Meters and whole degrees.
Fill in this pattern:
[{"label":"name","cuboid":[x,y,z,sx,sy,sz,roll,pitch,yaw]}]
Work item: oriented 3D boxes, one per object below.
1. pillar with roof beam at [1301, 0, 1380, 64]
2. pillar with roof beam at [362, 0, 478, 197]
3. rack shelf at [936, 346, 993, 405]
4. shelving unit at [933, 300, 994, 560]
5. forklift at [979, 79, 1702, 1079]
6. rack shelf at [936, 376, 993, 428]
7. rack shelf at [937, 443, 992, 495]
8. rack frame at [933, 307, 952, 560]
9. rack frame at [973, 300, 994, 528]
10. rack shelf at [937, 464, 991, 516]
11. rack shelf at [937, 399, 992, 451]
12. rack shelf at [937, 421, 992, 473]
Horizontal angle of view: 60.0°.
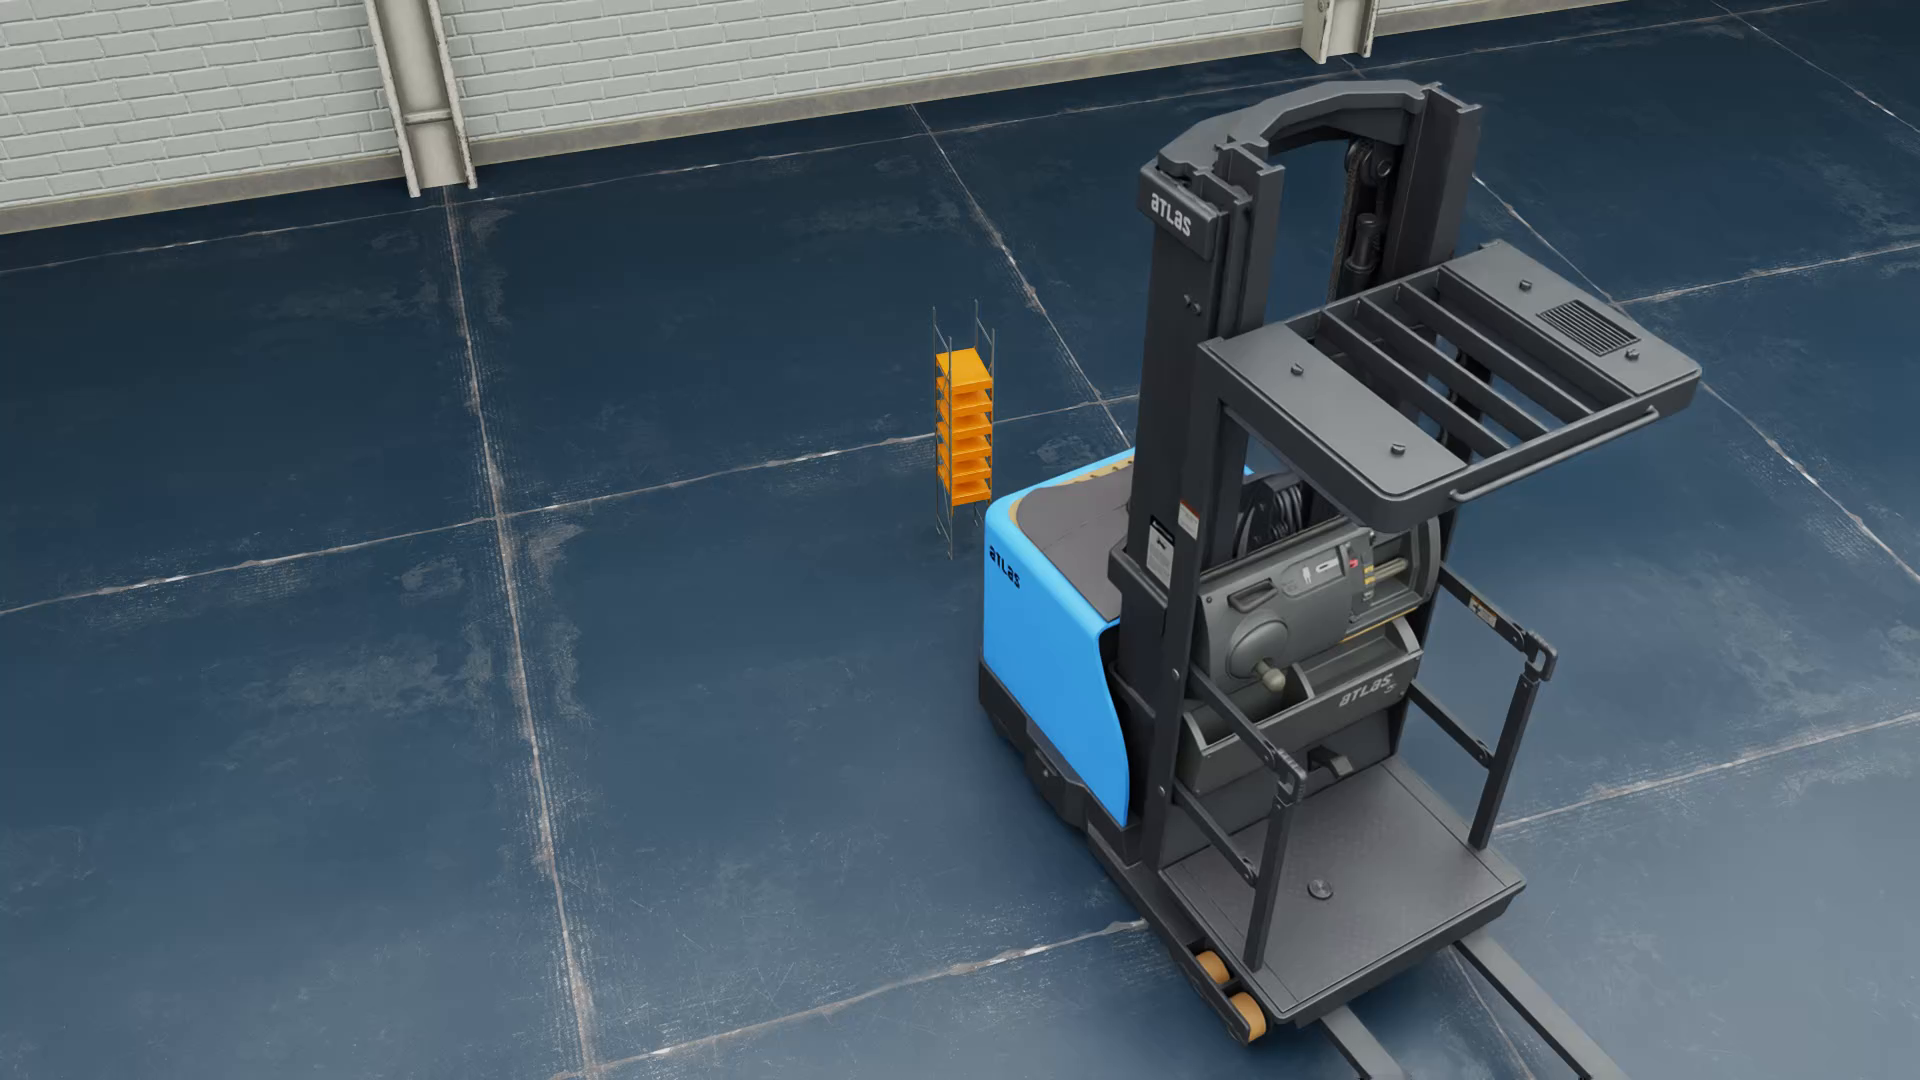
[{"label":"pillar with roof beam","cuboid":[3.873,-4.058,5.405,0.400,9.000,9.100,-12,42,-13]},{"label":"pillar with roof beam","cuboid":[-1.850,-2.872,4.047,0.400,9.000,9.100,-12,42,-13]},{"label":"rack shelf","cuboid":[0.014,-0.692,7.000,0.180,0.103,0.258,-12,42,-13]},{"label":"shelving unit","cuboid":[0.014,-0.455,7.208,0.189,1.200,0.258,-12,42,-13]},{"label":"forklift","cuboid":[1.251,0.248,5.088,1.130,2.935,3.031,-21,45,-22]},{"label":"rack shelf","cuboid":[0.014,-0.602,7.079,0.180,0.103,0.258,-12,42,-13]},{"label":"rack shelf","cuboid":[0.014,-0.331,7.316,0.180,0.103,0.258,-12,42,-13]},{"label":"rack frame","cuboid":[-0.073,-0.437,7.187,0.006,1.200,0.240,-12,42,-13]},{"label":"rack frame","cuboid":[0.101,-0.473,7.229,0.006,1.200,0.240,-12,42,-13]},{"label":"rack shelf","cuboid":[0.014,-0.241,7.395,0.180,0.103,0.258,-12,42,-13]},{"label":"rack shelf","cuboid":[0.014,-0.512,7.158,0.180,0.103,0.258,-12,42,-13]},{"label":"rack shelf","cuboid":[0.014,-0.421,7.237,0.180,0.103,0.258,-12,42,-13]}]
